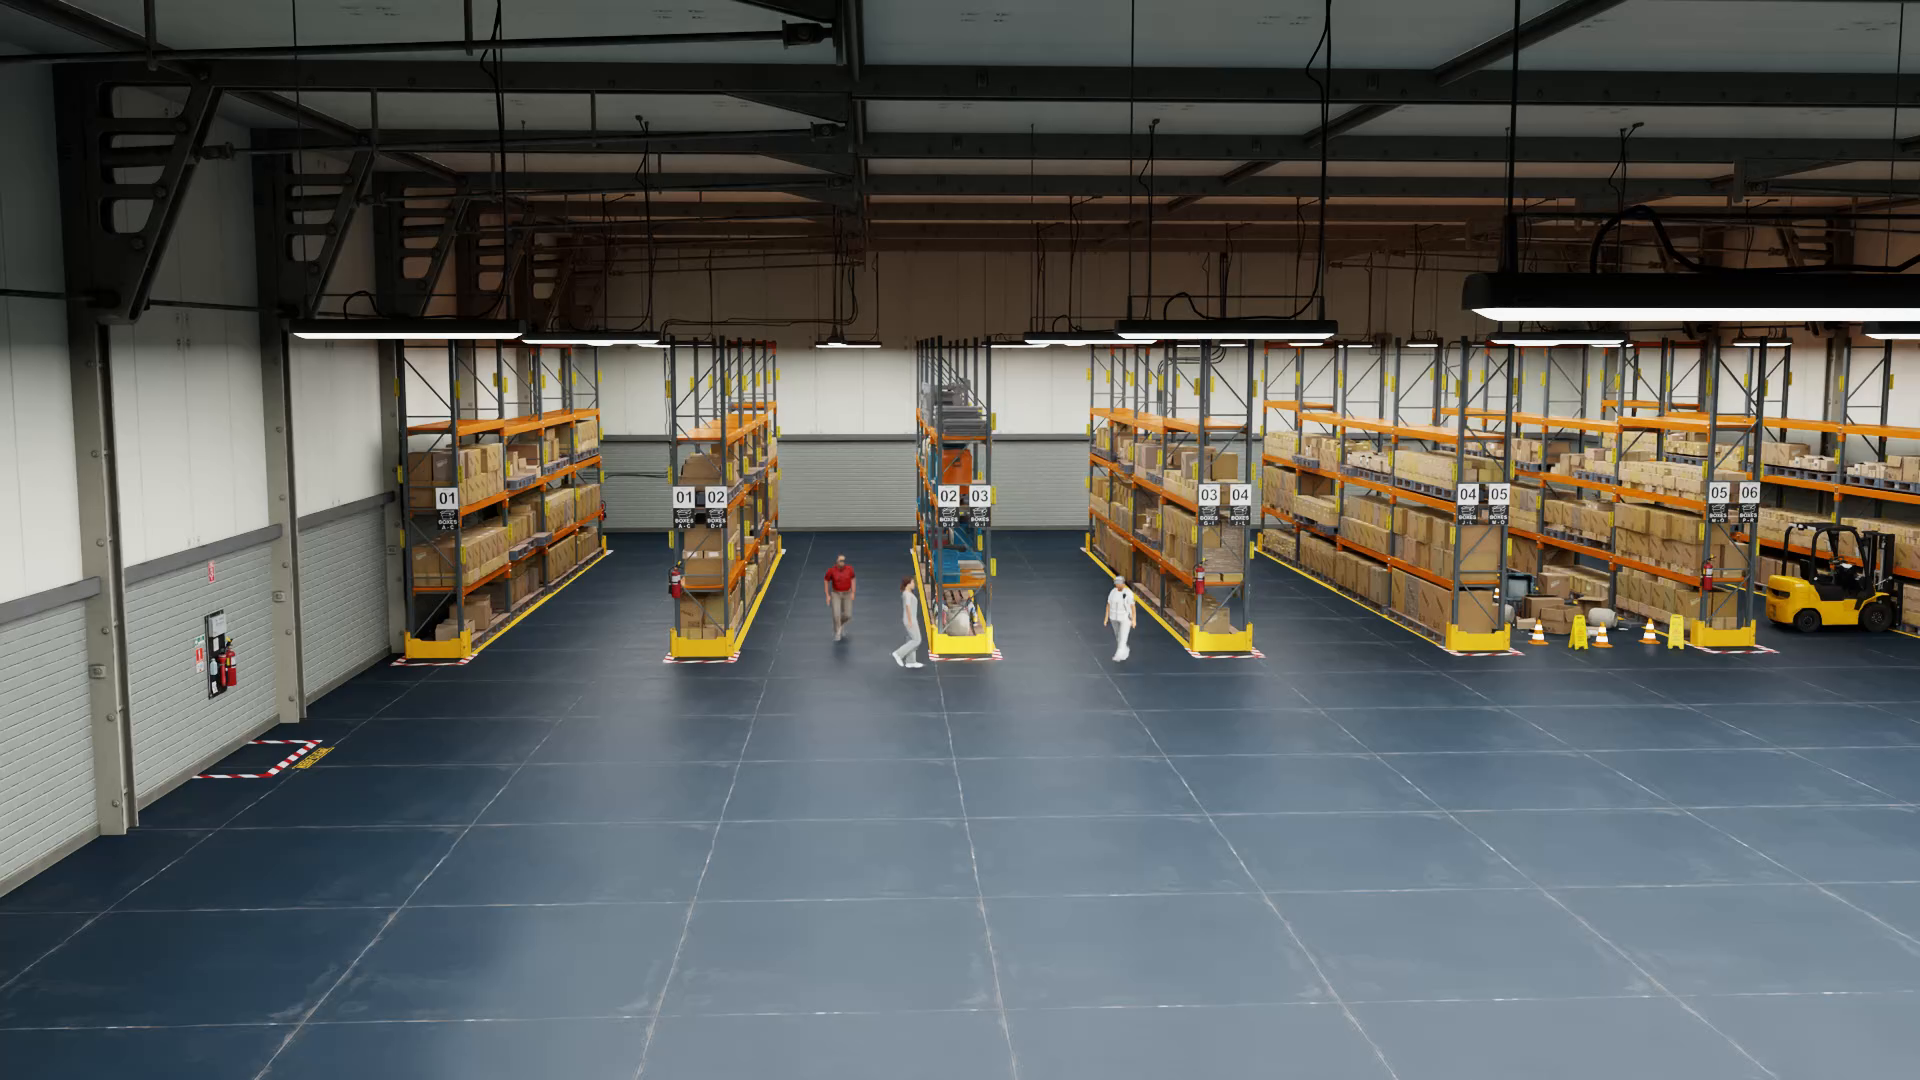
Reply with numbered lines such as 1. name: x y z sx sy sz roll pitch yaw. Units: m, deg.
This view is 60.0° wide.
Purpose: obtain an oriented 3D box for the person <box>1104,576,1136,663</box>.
1. person: 2.907 1.451 30.498 0.502 1.602 1.060 4 8 35

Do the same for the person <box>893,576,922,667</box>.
1. person: -0.953 1.488 29.965 0.551 1.648 0.467 -1 7 -9

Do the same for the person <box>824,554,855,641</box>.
1. person: -2.413 1.119 33.203 0.630 1.712 0.645 -2 7 -19

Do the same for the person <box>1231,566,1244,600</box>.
1. person: 6.394 0.464 38.523 0.601 1.790 0.655 2 7 14
